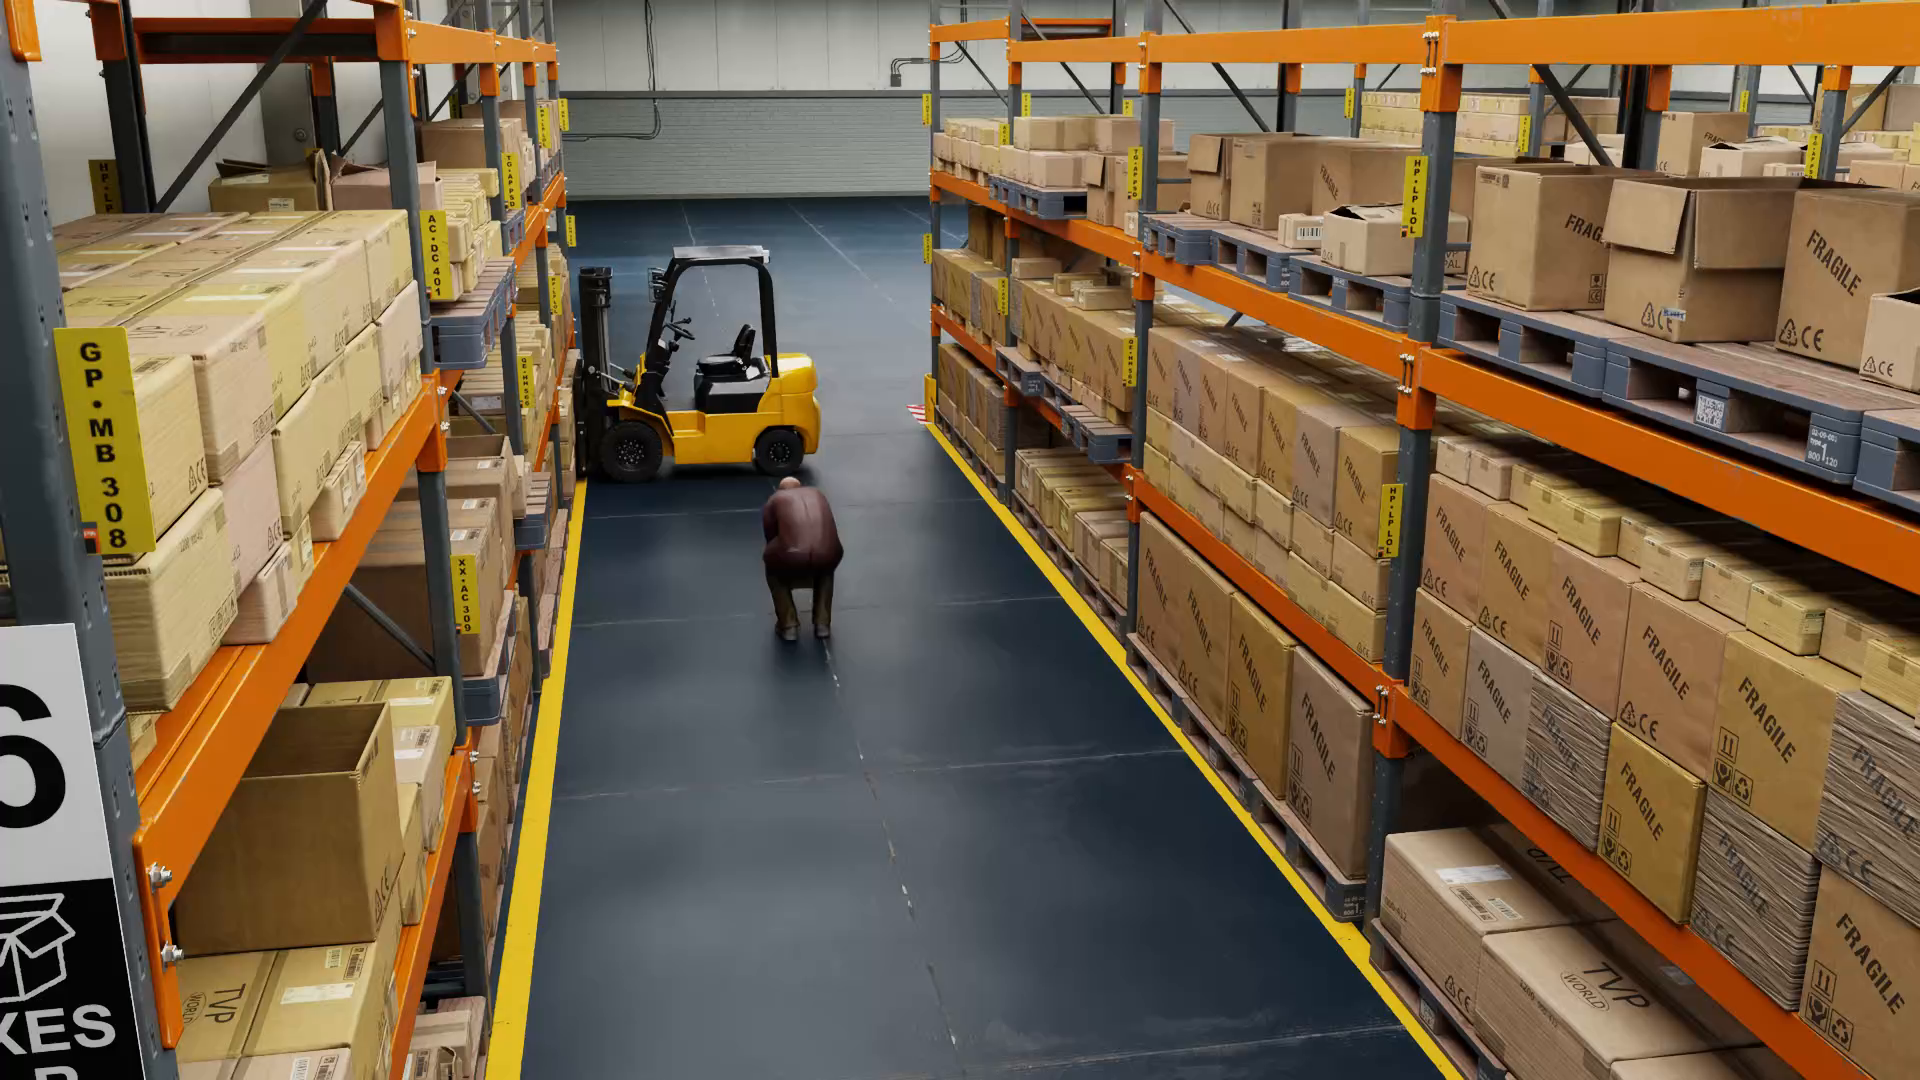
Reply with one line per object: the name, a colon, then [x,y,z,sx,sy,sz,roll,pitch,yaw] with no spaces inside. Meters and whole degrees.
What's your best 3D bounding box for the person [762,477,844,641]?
person: [-1.140,0.135,11.939,0.591,1.031,0.939,-4,17,-13]
